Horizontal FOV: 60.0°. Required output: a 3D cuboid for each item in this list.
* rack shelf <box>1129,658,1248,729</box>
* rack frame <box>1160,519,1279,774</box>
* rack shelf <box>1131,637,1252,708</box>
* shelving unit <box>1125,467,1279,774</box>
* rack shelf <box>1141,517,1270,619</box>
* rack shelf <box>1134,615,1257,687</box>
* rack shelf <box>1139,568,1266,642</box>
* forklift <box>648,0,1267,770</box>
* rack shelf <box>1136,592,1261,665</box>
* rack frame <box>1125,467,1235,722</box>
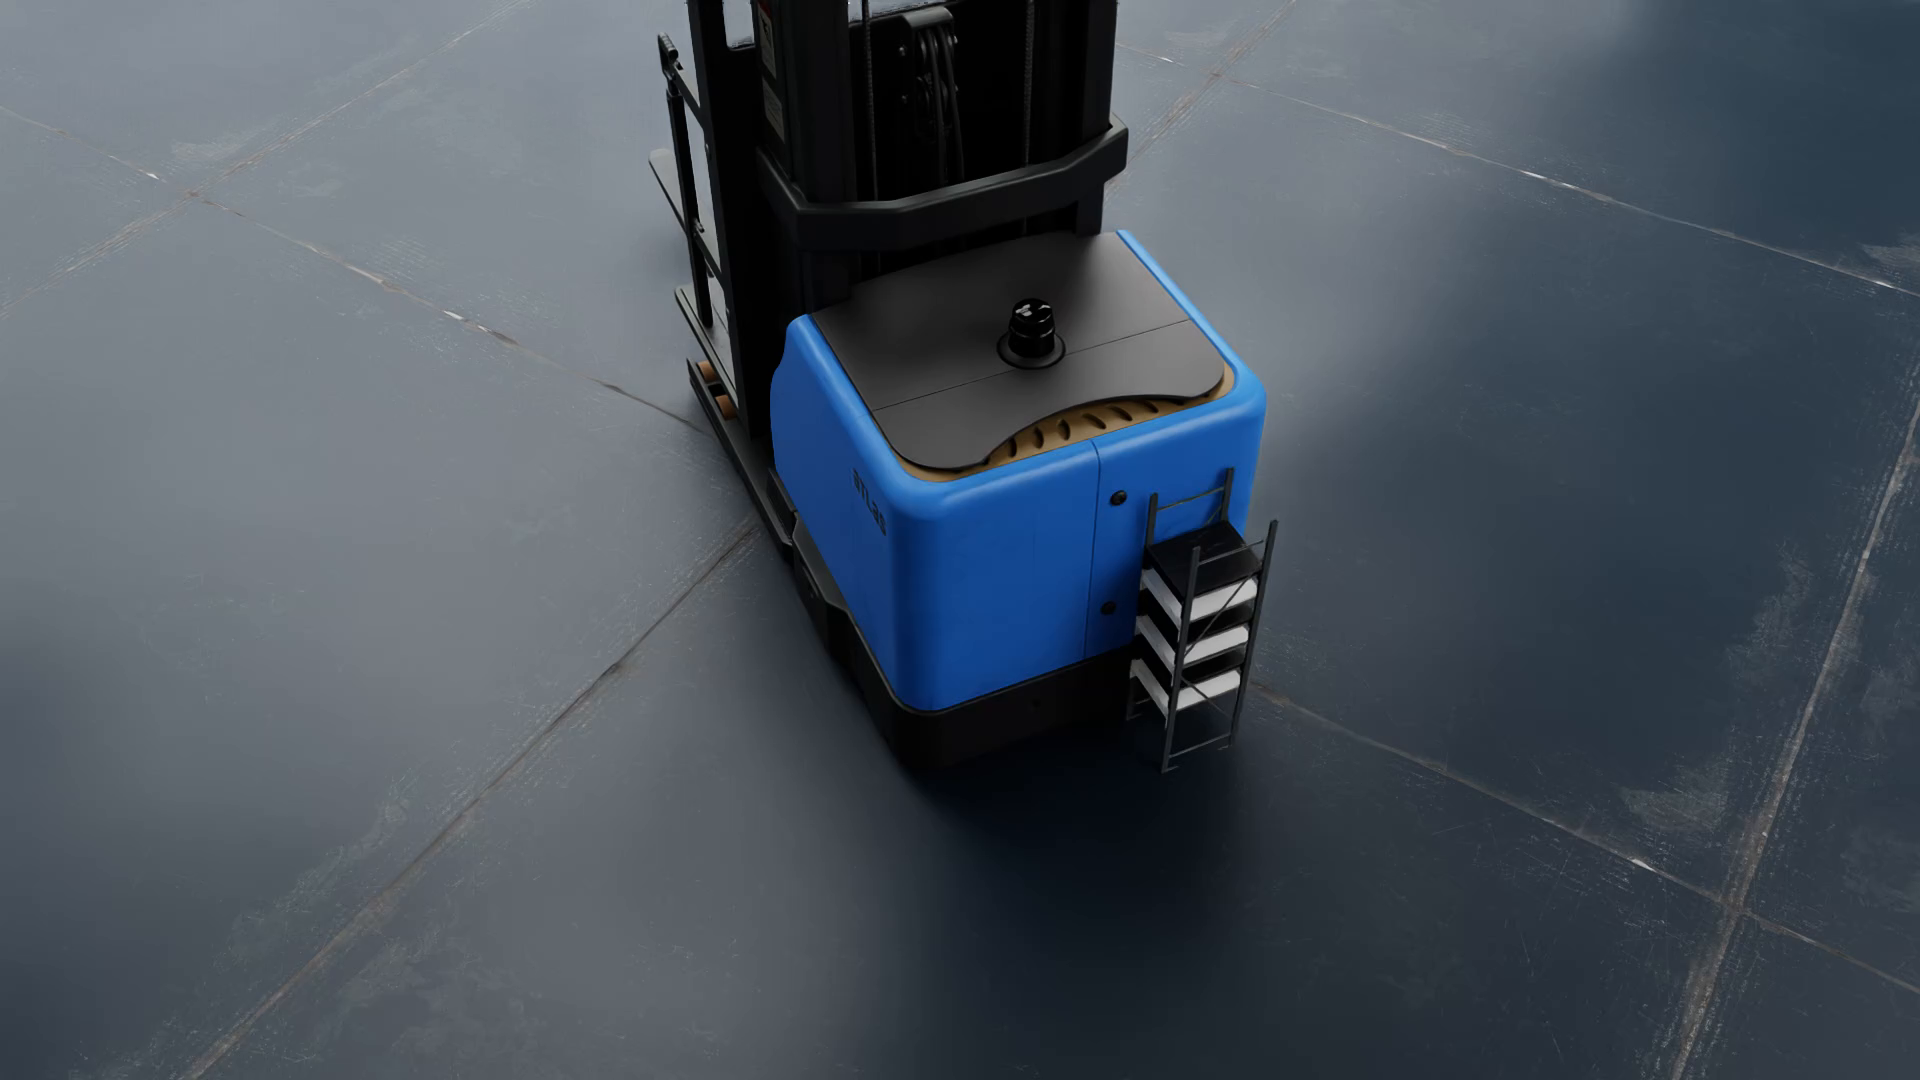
[{"bbox_3d":[0.623,0.382,4.552,0.258,0.077,0.200,-18,49,-17],"label":"rack shelf"},{"bbox_3d":[0.666,0.299,4.335,0.240,0.900,0.006,-18,49,-17],"label":"rack frame"},{"bbox_3d":[0.623,0.319,4.488,0.258,0.077,0.200,-18,49,-17],"label":"rack shelf"},{"bbox_3d":[0.623,0.233,4.399,0.258,0.900,0.210,-18,49,-17],"label":"shelving unit"},{"bbox_3d":[0.623,0.068,4.230,0.258,0.077,0.200,-18,49,-17],"label":"rack shelf"},{"bbox_3d":[0.623,0.256,4.423,0.258,0.077,0.200,-18,49,-17],"label":"rack shelf"},{"bbox_3d":[0.623,0.131,4.294,0.258,0.077,0.200,-18,49,-17],"label":"rack shelf"},{"bbox_3d":[-0.274,-1.464,4.632,1.130,2.935,3.031,-18,48,-16],"label":"forklift"},{"bbox_3d":[0.623,0.194,4.359,0.258,0.077,0.200,-18,49,-17],"label":"rack shelf"},{"bbox_3d":[0.580,0.167,4.464,0.240,0.900,0.006,-18,49,-17],"label":"rack frame"}]
